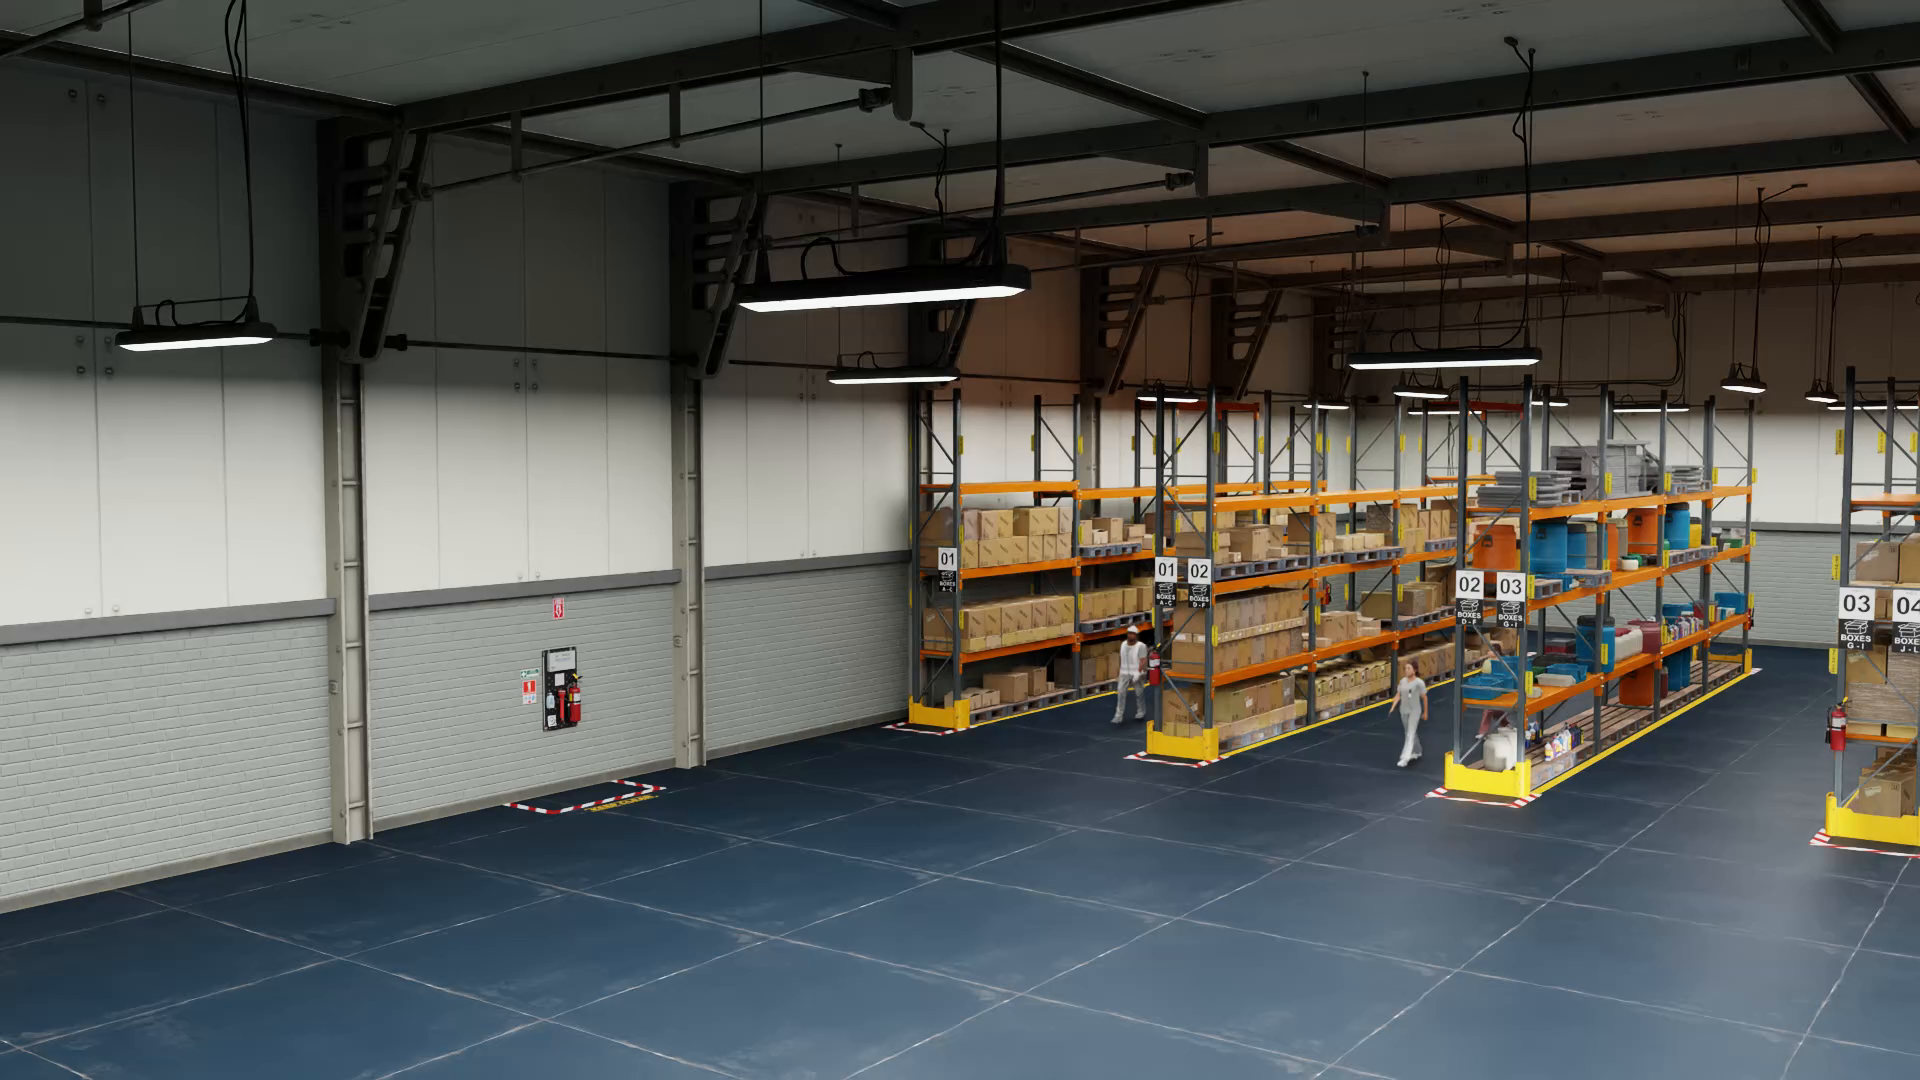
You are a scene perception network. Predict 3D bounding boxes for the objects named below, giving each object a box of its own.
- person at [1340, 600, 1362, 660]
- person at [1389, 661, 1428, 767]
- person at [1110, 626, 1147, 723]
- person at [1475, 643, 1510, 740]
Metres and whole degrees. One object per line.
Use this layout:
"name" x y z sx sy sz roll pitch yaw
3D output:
"person" 8.517 2.105 36.254 0.470 1.623 1.033 2 4 33
"person" 7.022 2.689 26.022 0.531 1.604 1.060 3 4 38
"person" 3.065 2.409 29.870 0.566 1.709 1.067 1 3 21
"person" 9.063 2.589 28.364 1.025 1.572 0.510 -2 4 -32
